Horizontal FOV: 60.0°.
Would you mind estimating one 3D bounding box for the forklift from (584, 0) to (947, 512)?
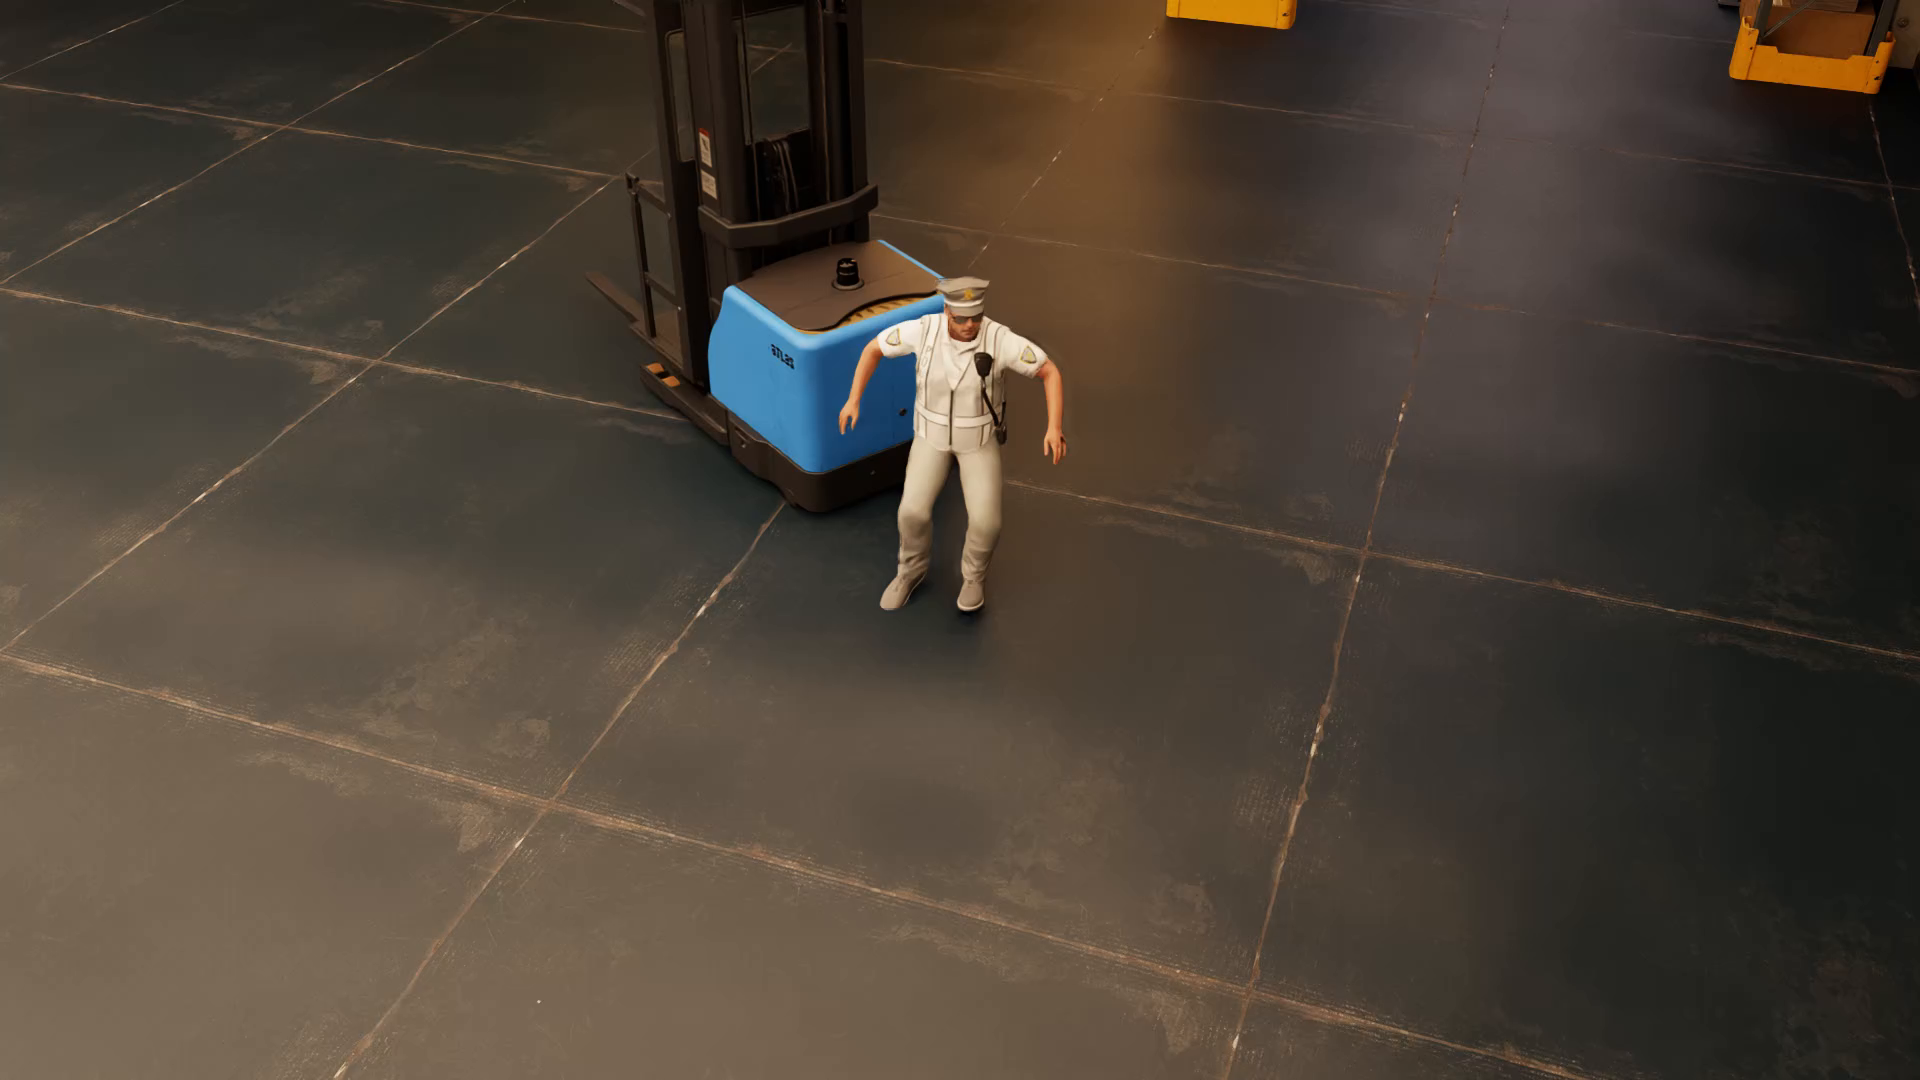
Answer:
[{"bbox_3d":[-1.245,-2.140,9.130,1.130,2.935,3.031,-23,41,-29],"label":"forklift"}]

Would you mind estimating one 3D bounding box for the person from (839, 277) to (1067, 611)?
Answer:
[{"bbox_3d":[-0.034,-0.451,7.909,1.105,1.693,0.624,5,36,7],"label":"person"}]
